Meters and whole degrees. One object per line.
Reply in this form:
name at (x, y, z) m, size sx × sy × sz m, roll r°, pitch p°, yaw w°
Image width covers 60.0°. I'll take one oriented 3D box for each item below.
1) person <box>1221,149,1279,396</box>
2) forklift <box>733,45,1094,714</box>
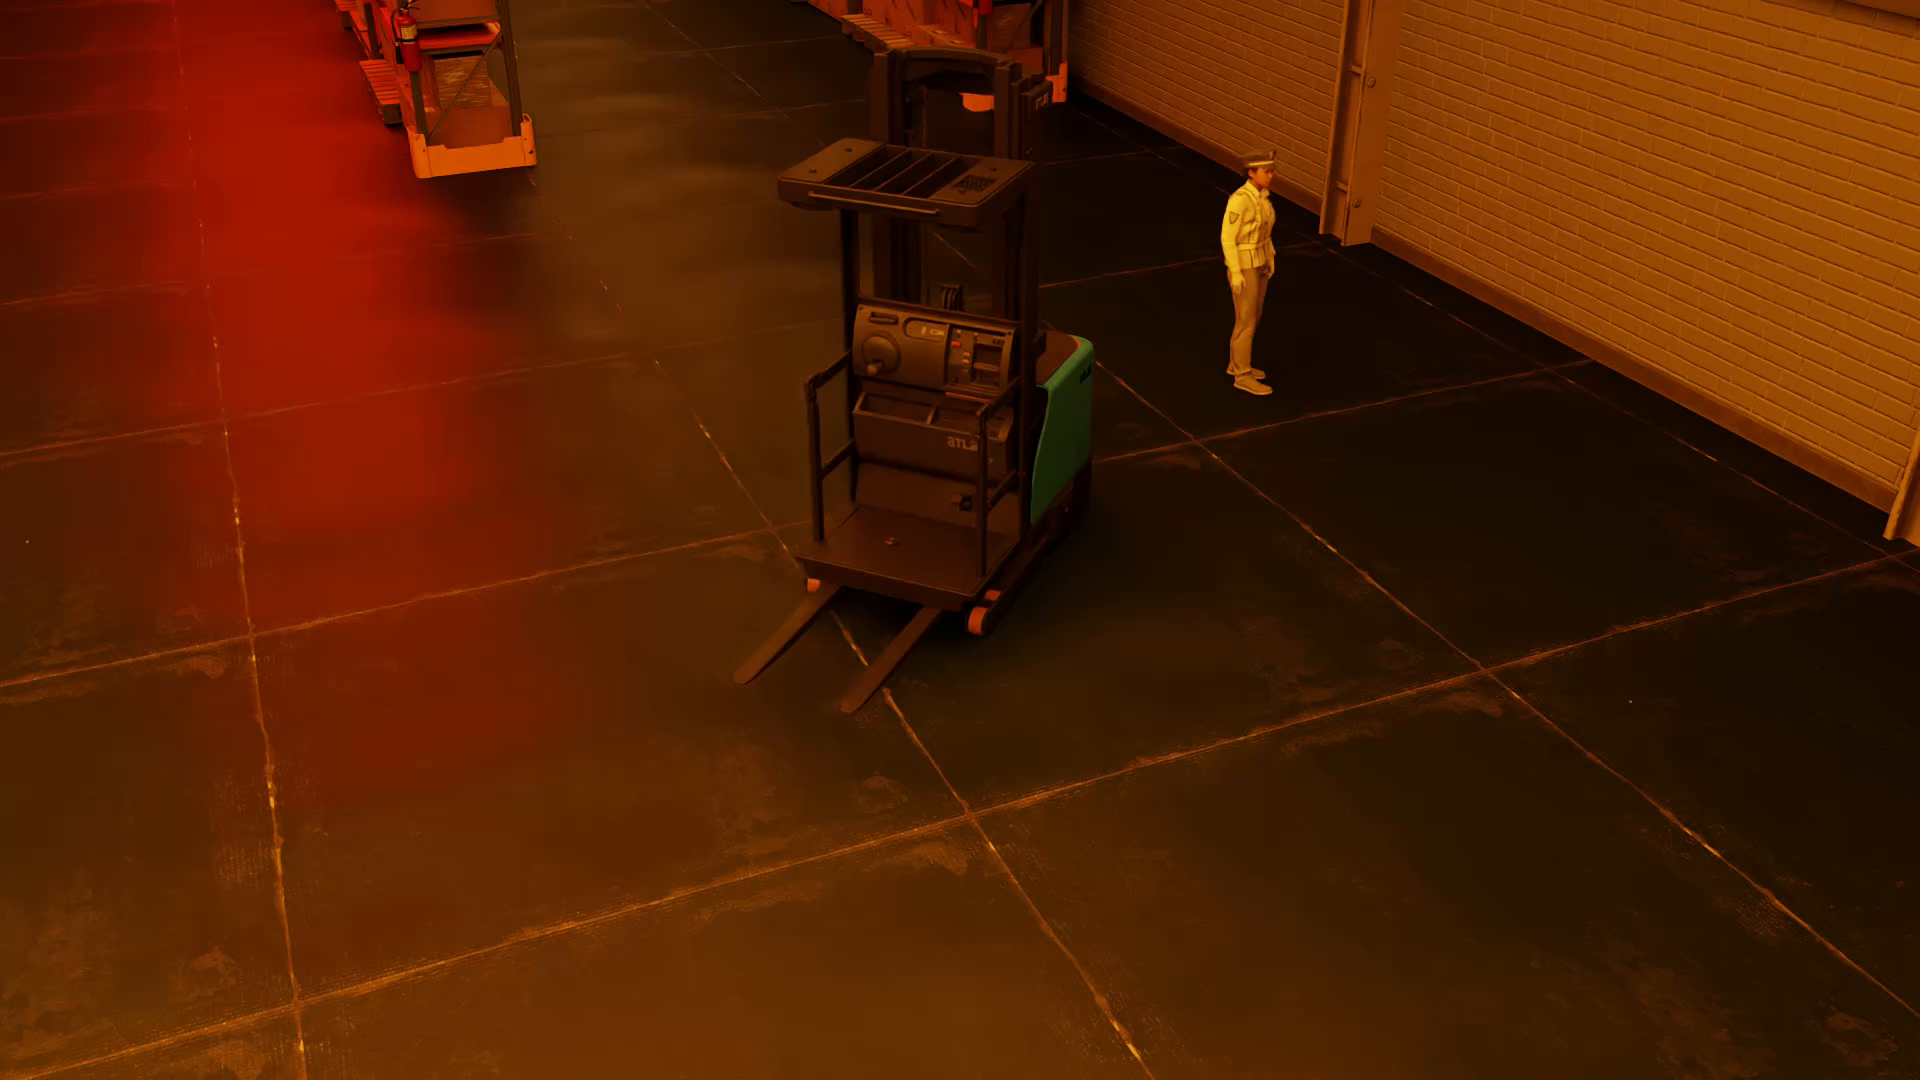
person at (2.114, -1.905, 11.703) m, size 0.488 × 1.691 × 0.619 m, roll 17°, pitch 34°, yaw 27°
forklift at (-0.233, -0.986, 8.844) m, size 1.130 × 2.935 × 3.031 m, roll 12°, pitch 32°, yaw 20°
